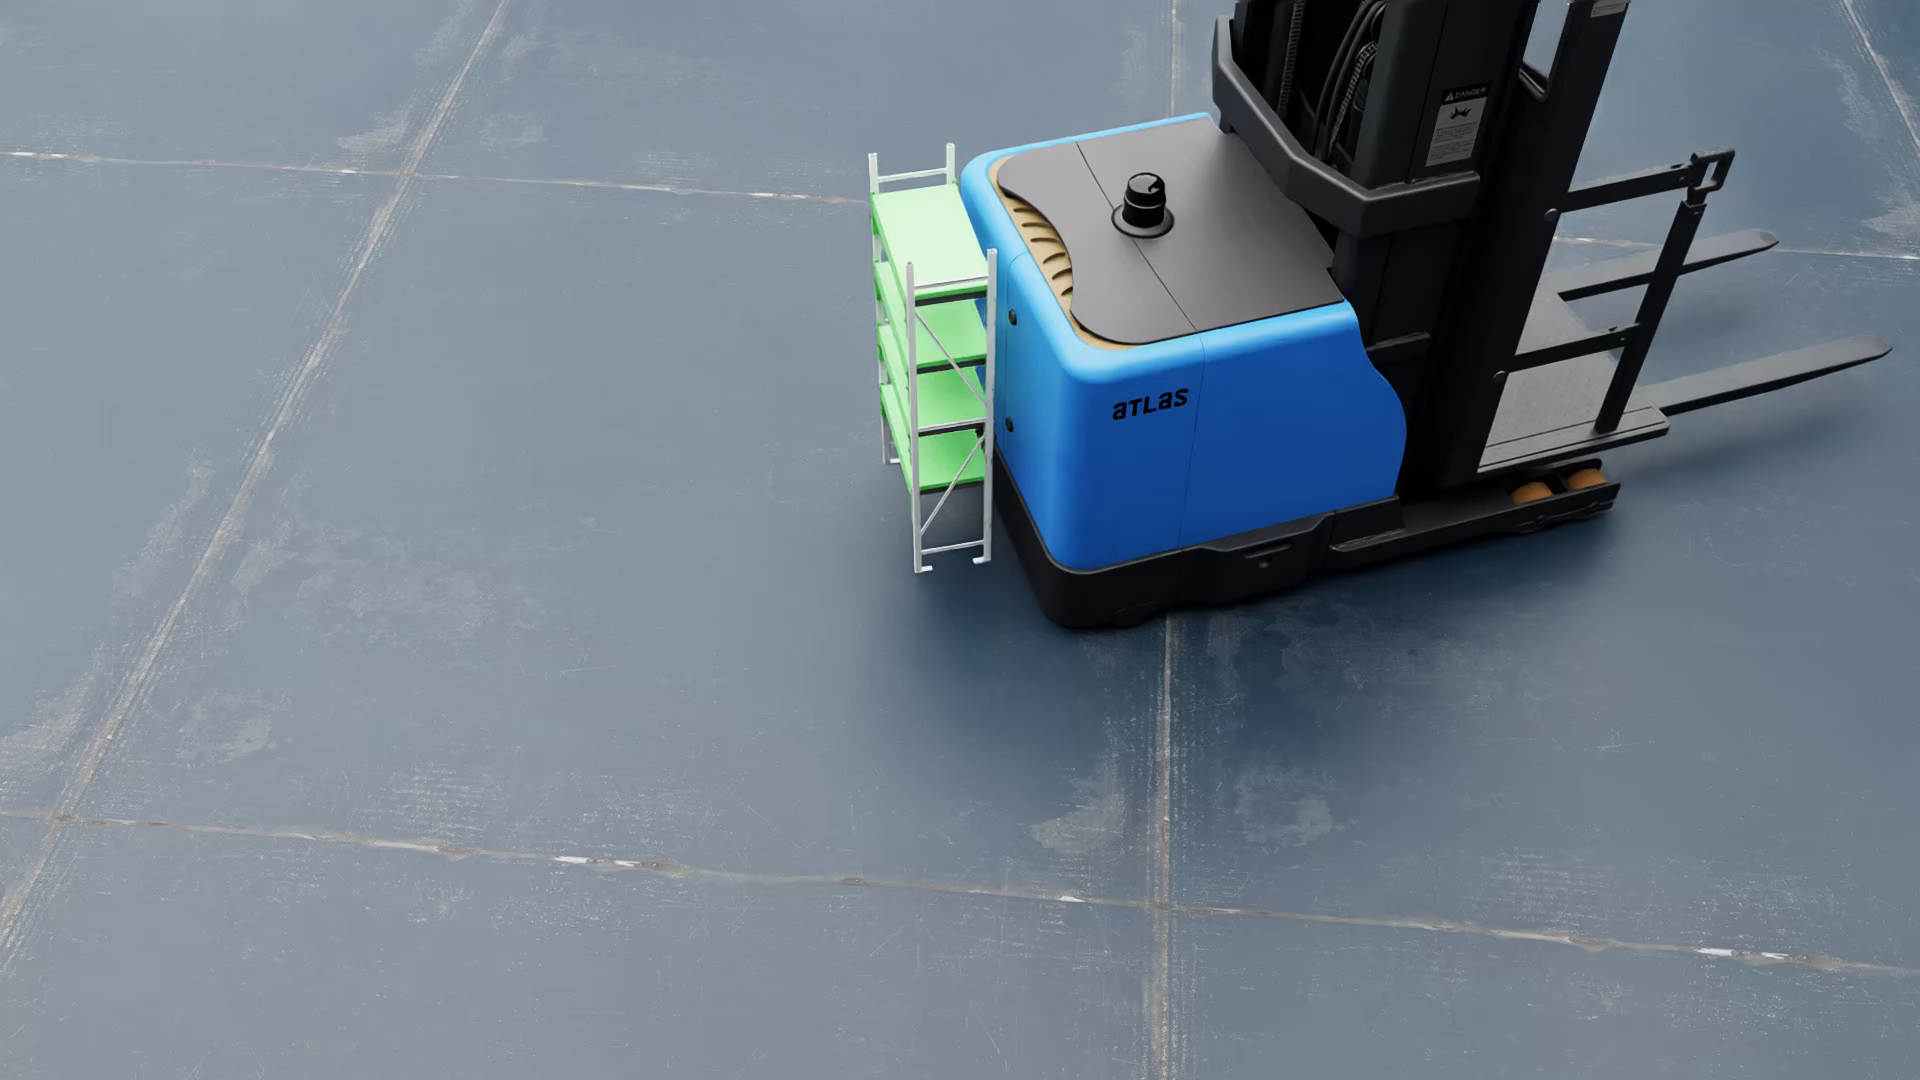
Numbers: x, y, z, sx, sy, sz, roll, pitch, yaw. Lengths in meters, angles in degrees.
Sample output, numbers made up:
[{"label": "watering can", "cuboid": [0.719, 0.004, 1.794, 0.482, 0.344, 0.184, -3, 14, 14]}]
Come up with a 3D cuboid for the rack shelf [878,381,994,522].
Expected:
[{"label": "rack shelf", "cuboid": [-0.078, -0.296, 5.120, 0.258, 0.148, 0.480, -10, 48, -9]}]

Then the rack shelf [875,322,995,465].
[{"label": "rack shelf", "cuboid": [-0.078, -0.458, 4.943, 0.258, 0.148, 0.480, -10, 48, -9]}]

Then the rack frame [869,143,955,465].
[{"label": "rack frame", "cuboid": [-0.134, -0.677, 5.056, 0.240, 1.200, 0.015, -10, 48, -9]}]

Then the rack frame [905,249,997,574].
[{"label": "rack frame", "cuboid": [-0.023, -0.326, 4.735, 0.240, 1.200, 0.015, -10, 48, -9]}]

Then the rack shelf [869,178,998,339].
[{"label": "rack shelf", "cuboid": [-0.079, -0.782, 4.588, 0.258, 0.148, 0.480, -10, 48, -9]}]

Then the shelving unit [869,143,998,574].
[{"label": "shelving unit", "cuboid": [-0.078, -0.501, 4.895, 0.258, 1.200, 0.503, -10, 48, -9]}]

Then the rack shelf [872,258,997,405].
[{"label": "rack shelf", "cuboid": [-0.079, -0.620, 4.765, 0.258, 0.148, 0.480, -10, 48, -9]}]

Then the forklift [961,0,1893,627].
[{"label": "forklift", "cuboid": [1.564, -1.371, 4.518, 3.031, 2.935, 1.130, -13, 49, -12]}]
